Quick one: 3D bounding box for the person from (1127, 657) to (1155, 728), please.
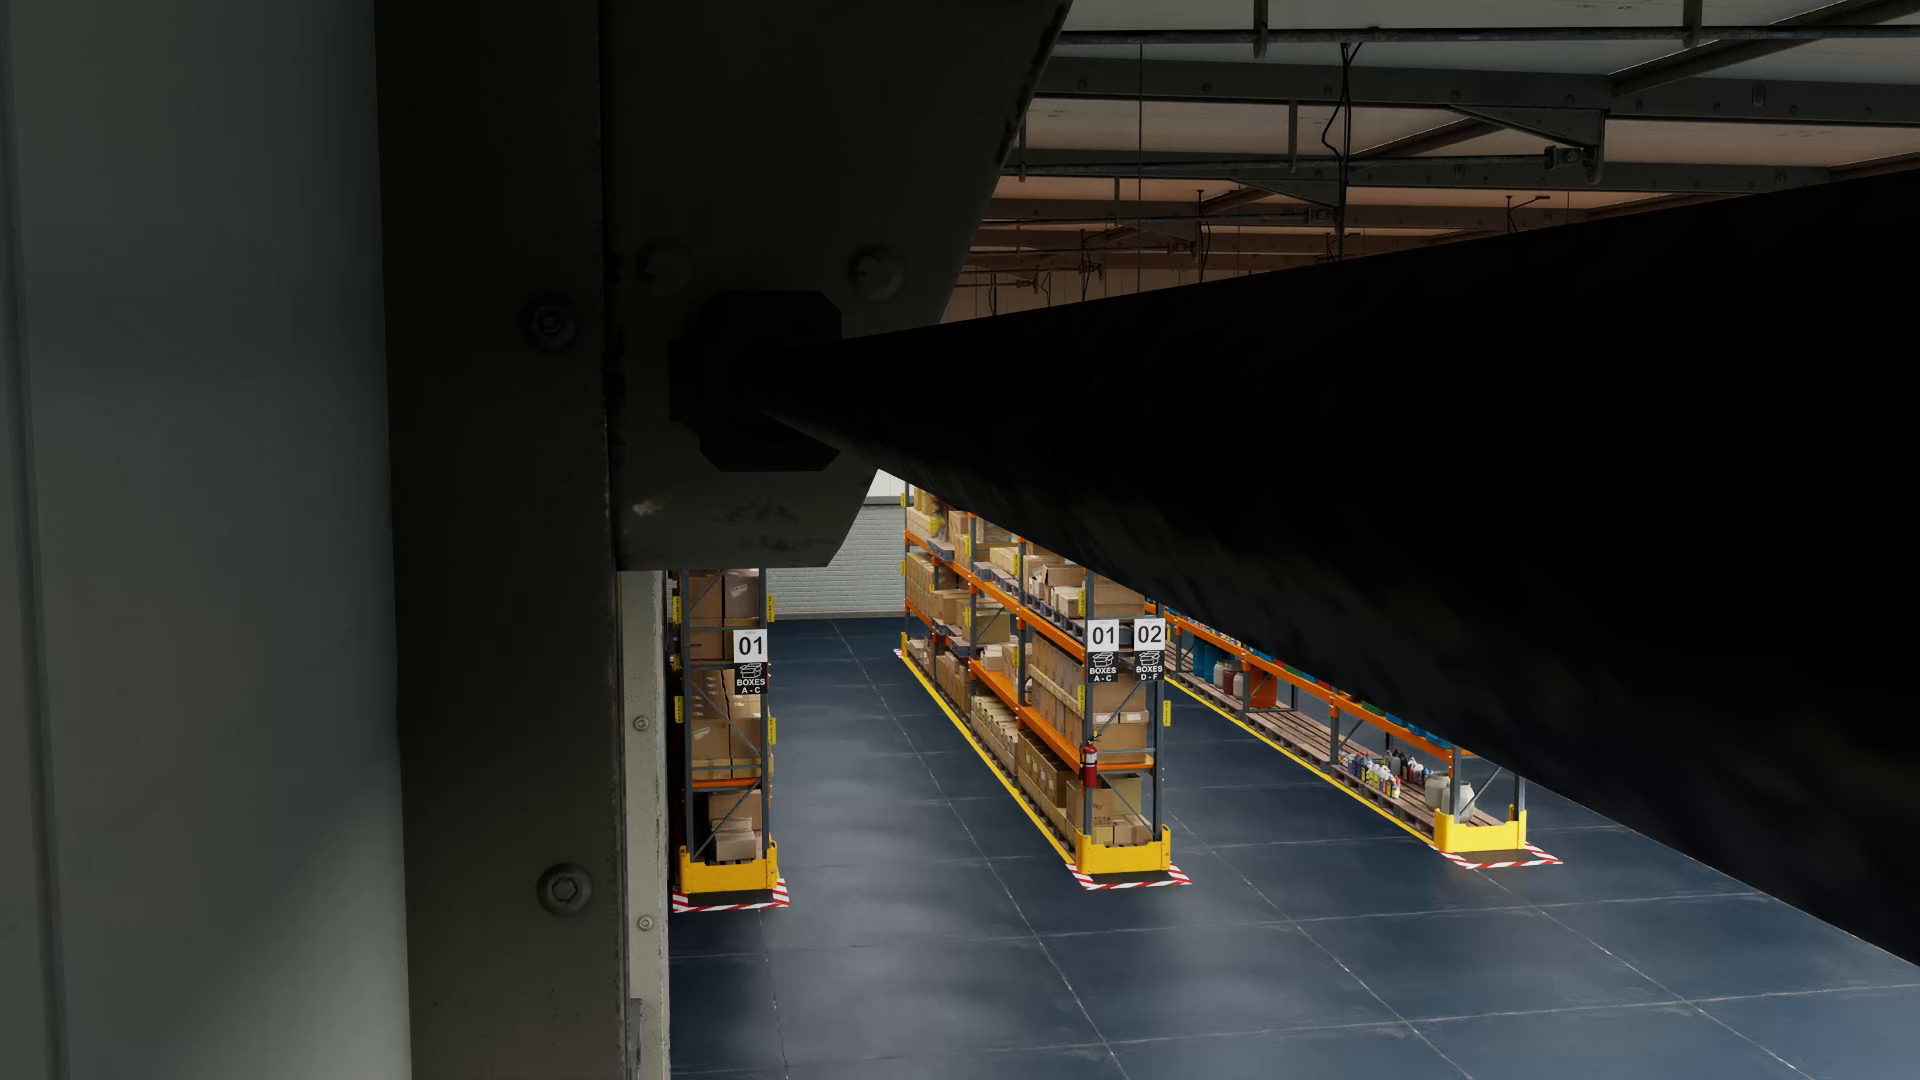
[{"bbox_3d":[3.229,2.453,29.430,0.607,1.620,0.941,-2,6,-15],"label":"person"}]
